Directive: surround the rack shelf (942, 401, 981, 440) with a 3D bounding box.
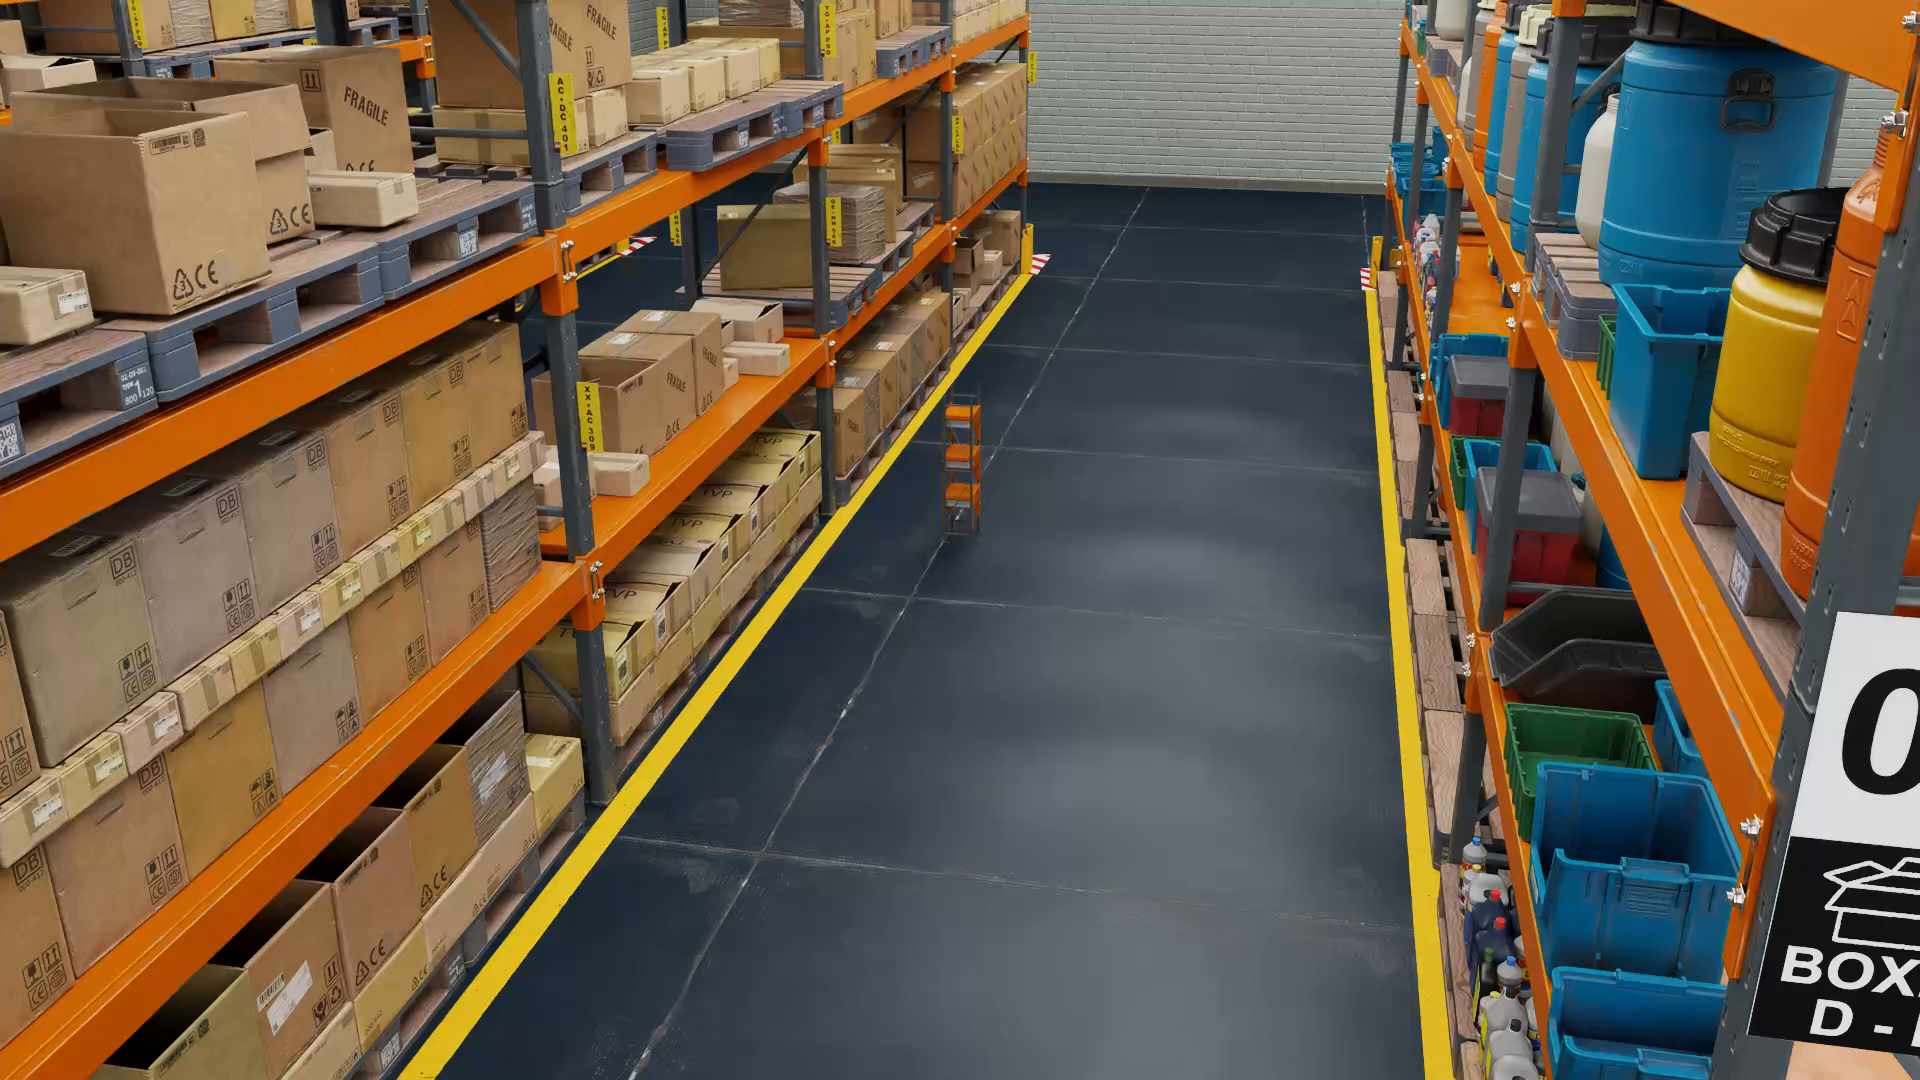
[{"bbox_3d":[0.011,-0.760,11.104,0.215,0.259,0.240,4,22,11],"label":"rack shelf"}]

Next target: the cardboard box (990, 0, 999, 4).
[{"bbox_3d":[0.093,-5.336,16.103,0.500,0.250,0.500,4,22,11],"label":"cardboard box"}]

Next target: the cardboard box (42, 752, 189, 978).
[{"bbox_3d":[-2.803,0.905,4.958,0.700,0.500,0.500,5,22,12],"label":"cardboard box"}]

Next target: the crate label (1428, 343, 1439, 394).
[{"bbox_3d":[3.015,-1.030,10.121,0.303,0.233,0.416,4,22,11],"label":"crate label"}]

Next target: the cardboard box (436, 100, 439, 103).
[{"bbox_3d":[-4.995,-4.321,17.666,0.980,0.700,0.700,3,22,8],"label":"cardboard box"}]

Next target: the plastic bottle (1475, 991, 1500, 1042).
[{"bbox_3d":[1.961,1.758,6.131,0.097,0.201,0.097,0,22,0],"label":"plastic bottle"}]

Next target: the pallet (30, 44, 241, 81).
[{"bbox_3d":[-6.151,-3.532,12.346,1.213,0.211,1.003,6,23,13],"label":"pallet"}]

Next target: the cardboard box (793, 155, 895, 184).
[{"bbox_3d":[-0.958,-2.904,13.853,0.700,0.500,0.500,8,23,19],"label":"cardboard box"}]

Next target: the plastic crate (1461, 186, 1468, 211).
[{"bbox_3d":[4.776,-3.214,15.396,0.437,0.282,0.530,4,22,11],"label":"plastic crate"}]

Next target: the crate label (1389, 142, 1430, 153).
[{"bbox_3d":[4.727,-4.044,17.524,0.416,0.233,0.303,4,22,11],"label":"crate label"}]

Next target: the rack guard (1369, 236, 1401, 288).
[{"bbox_3d":[5.092,-3.009,18.157,1.175,0.500,0.348,4,22,11],"label":"rack guard"}]

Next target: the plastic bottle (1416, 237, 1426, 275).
[{"bbox_3d":[3.610,-2.216,12.996,0.061,0.283,0.133,4,22,11],"label":"plastic bottle"}]

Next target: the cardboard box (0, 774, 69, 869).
[{"bbox_3d":[-2.671,0.742,4.493,0.380,0.149,0.250,4,22,10],"label":"cardboard box"}]

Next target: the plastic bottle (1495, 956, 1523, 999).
[{"bbox_3d":[2.049,1.680,6.230,0.097,0.271,0.097,0,22,0],"label":"plastic bottle"}]

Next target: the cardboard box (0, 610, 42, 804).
[{"bbox_3d":[-2.894,0.476,4.286,0.700,0.500,0.500,5,22,11],"label":"cardboard box"}]

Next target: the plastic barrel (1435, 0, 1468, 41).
[{"bbox_3d":[3.931,-4.172,12.938,0.433,0.535,0.433,0,22,0],"label":"plastic barrel"}]

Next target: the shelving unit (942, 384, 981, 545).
[{"bbox_3d":[0.011,-0.507,11.206,0.215,1.050,0.252,4,22,11],"label":"shelving unit"}]

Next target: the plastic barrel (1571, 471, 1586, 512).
[{"bbox_3d":[3.072,-0.179,7.967,0.301,0.262,0.301,0,22,0],"label":"plastic barrel"}]

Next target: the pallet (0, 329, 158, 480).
[{"bbox_3d":[-2.843,-0.294,4.171,1.003,0.211,1.213,4,22,11],"label":"pallet"}]

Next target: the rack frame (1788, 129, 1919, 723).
[{"bbox_3d":[1.835,-1.090,2.016,1.000,3.000,0.127,4,22,11],"label":"rack frame"}]

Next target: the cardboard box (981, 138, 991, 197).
[{"bbox_3d":[0.012,-3.658,16.286,0.500,0.500,0.500,4,22,11],"label":"cardboard box"}]

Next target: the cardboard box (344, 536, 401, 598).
[{"bbox_3d":[-2.303,0.083,6.129,0.380,0.149,0.250,5,22,12],"label":"cardboard box"}]

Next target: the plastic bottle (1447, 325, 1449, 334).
[{"bbox_3d":[3.174,-1.363,10.987,0.097,0.201,0.097,0,22,0],"label":"plastic bottle"}]

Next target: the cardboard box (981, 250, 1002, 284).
[{"bbox_3d":[0.159,-2.904,17.641,0.500,0.250,0.500,4,22,11],"label":"cardboard box"}]

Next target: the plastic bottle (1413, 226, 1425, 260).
[{"bbox_3d":[3.739,-2.407,13.487,0.097,0.271,0.097,0,22,0],"label":"plastic bottle"}]

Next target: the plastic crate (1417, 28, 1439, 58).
[{"bbox_3d":[4.075,-4.167,13.954,0.450,0.188,0.662,4,22,11],"label":"plastic crate"}]

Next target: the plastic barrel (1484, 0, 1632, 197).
[{"bbox_3d":[2.810,-2.075,7.805,0.600,0.901,0.708,4,22,11],"label":"plastic barrel"}]

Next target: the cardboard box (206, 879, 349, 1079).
[{"bbox_3d":[-2.496,1.500,5.728,0.500,0.500,0.500,4,22,11],"label":"cardboard box"}]

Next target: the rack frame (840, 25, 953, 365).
[{"bbox_3d":[-0.564,-3.075,14.974,1.000,3.000,0.127,4,22,11],"label":"rack frame"}]

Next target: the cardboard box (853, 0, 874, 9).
[{"bbox_3d":[-1.009,-4.088,12.643,0.600,0.600,0.600,4,22,9],"label":"cardboard box"}]

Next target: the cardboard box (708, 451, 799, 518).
[{"bbox_3d":[-1.346,-0.391,10.677,0.500,0.311,0.500,4,22,10],"label":"cardboard box"}]

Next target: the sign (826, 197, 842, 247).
[{"bbox_3d":[-0.837,-2.108,11.023,0.100,0.325,0.005,4,22,11],"label":"sign"}]

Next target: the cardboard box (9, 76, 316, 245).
[{"bbox_3d":[-2.656,-1.256,5.554,0.797,0.503,0.637,7,23,17],"label":"cardboard box"}]

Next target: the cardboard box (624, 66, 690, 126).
[{"bbox_3d":[-1.747,-2.361,8.823,0.500,0.250,0.500,3,22,6],"label":"cardboard box"}]

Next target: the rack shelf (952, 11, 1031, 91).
[{"bbox_3d":[-0.156,-4.864,16.364,1.077,0.370,4.000,4,22,11],"label":"rack shelf"}]

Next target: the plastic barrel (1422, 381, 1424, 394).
[{"bbox_3d":[4.012,-1.461,13.213,0.600,0.901,0.708,4,22,11],"label":"plastic barrel"}]

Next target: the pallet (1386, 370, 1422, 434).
[{"bbox_3d":[4.086,-1.124,13.861,1.003,0.211,1.213,4,22,11],"label":"pallet"}]

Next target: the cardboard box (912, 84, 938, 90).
[{"bbox_3d":[-0.510,-4.162,16.200,0.500,0.500,0.500,5,22,11],"label":"cardboard box"}]

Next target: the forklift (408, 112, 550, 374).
[{"bbox_3d":[-3.251,-1.315,10.695,1.130,2.935,3.031,4,22,10],"label":"forklift"}]

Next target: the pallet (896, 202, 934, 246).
[{"bbox_3d":[-0.834,-2.702,14.305,1.003,0.211,1.213,4,22,11],"label":"pallet"}]

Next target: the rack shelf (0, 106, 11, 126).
[{"bbox_3d":[-6.639,-2.315,10.034,1.077,0.370,4.000,4,22,11],"label":"rack shelf"}]

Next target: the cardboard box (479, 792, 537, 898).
[{"bbox_3d":[-2.189,1.300,7.230,0.500,0.250,0.500,4,22,11],"label":"cardboard box"}]

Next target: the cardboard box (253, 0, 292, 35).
[{"bbox_3d":[-5.917,-4.393,13.508,0.700,0.500,0.500,4,22,11],"label":"cardboard box"}]

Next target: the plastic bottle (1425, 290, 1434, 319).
[{"bbox_3d":[3.340,-1.661,11.727,0.097,0.201,0.097,0,22,0],"label":"plastic bottle"}]

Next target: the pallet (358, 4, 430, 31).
[{"bbox_3d":[-5.237,-5.100,16.106,1.003,0.211,1.213,4,22,11],"label":"pallet"}]

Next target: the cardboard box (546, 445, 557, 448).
[{"bbox_3d":[-2.197,-0.423,8.568,0.396,0.266,0.258,4,22,10],"label":"cardboard box"}]

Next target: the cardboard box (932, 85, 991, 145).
[{"bbox_3d":[0.017,-4.113,16.079,0.500,0.500,0.500,4,22,9],"label":"cardboard box"}]

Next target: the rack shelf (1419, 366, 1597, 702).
[{"bbox_3d":[3.060,-0.168,8.719,1.077,0.370,4.000,4,22,11],"label":"rack shelf"}]

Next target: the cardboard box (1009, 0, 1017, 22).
[{"bbox_3d":[0.292,-5.470,17.106,0.500,0.250,0.500,4,22,11],"label":"cardboard box"}]

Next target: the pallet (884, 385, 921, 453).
[{"bbox_3d":[-0.940,-1.034,13.638,1.003,0.211,1.213,4,22,11],"label":"pallet"}]

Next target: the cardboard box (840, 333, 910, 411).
[{"bbox_3d":[-0.698,-1.368,13.492,0.500,0.500,0.500,4,22,9],"label":"cardboard box"}]

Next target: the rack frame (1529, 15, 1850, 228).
[{"bbox_3d":[2.652,-2.553,5.648,1.000,3.000,0.127,4,22,11],"label":"rack frame"}]

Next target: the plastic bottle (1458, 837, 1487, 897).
[{"bbox_3d":[2.157,1.374,6.990,0.097,0.271,0.097,0,22,0],"label":"plastic bottle"}]

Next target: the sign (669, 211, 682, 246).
[{"bbox_3d":[-1.914,-2.151,11.234,0.100,0.325,0.005,4,22,11],"label":"sign"}]

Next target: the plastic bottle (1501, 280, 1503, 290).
[{"bbox_3d":[4.142,-2.018,12.522,0.097,0.271,0.097,0,22,0],"label":"plastic bottle"}]

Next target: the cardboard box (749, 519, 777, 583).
[{"bbox_3d":[-1.456,0.052,10.328,0.500,0.250,0.500,5,22,12],"label":"cardboard box"}]

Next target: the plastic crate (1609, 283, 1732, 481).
[{"bbox_3d":[1.930,-0.412,4.368,0.392,0.384,0.575,4,22,11],"label":"plastic crate"}]
